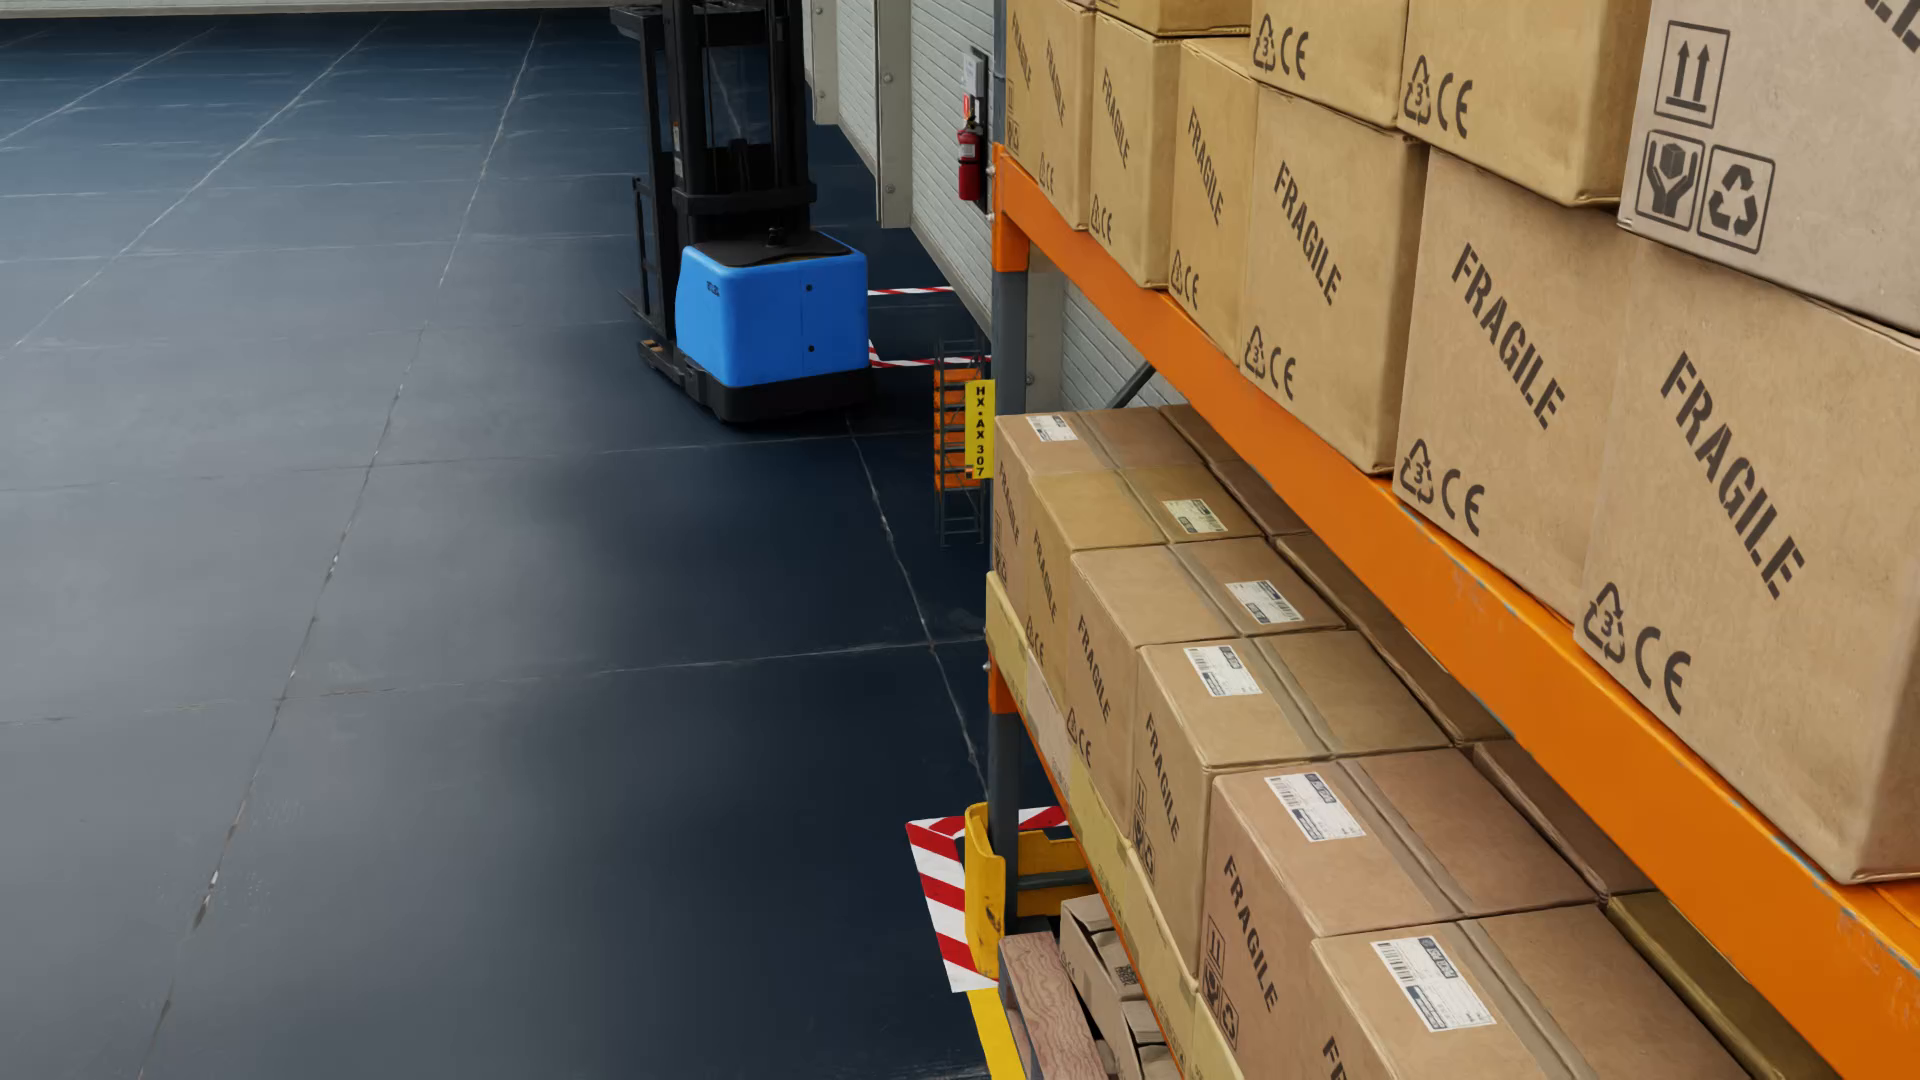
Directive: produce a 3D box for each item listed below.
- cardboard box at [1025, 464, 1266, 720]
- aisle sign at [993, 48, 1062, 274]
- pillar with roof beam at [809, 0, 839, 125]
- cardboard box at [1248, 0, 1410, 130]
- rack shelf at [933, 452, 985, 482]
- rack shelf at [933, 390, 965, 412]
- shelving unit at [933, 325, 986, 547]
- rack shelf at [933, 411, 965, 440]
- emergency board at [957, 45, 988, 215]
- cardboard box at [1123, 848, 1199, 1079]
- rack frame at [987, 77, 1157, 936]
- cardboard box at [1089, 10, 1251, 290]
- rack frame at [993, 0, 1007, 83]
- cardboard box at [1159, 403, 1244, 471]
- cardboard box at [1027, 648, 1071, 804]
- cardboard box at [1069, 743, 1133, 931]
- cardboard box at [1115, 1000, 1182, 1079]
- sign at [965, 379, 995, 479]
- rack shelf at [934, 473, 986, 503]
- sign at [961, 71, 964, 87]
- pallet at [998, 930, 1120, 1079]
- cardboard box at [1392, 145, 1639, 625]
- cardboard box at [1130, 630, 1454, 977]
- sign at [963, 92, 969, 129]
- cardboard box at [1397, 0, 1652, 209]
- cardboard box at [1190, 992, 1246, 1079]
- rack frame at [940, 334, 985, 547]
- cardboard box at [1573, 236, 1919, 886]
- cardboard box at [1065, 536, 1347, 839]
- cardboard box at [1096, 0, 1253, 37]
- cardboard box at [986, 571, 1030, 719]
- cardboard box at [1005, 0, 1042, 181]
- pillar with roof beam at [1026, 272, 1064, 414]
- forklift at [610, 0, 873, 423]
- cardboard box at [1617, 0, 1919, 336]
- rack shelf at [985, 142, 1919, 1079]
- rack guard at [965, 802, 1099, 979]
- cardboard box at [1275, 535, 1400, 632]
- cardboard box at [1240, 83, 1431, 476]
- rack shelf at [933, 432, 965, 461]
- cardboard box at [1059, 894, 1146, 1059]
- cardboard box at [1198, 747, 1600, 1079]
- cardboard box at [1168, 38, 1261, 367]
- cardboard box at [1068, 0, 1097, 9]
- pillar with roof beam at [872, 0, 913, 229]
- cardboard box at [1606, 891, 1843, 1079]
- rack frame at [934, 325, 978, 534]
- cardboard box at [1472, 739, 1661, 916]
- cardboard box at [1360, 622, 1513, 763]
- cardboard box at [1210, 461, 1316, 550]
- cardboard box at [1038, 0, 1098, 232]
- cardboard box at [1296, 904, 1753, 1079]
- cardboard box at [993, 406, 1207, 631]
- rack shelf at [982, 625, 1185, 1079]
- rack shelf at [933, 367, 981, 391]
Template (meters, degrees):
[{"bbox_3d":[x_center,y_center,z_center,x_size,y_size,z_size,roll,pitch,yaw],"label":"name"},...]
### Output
[{"bbox_3d":[0.474,0.132,4.425,0.500,0.500,0.500,-4,24,-10],"label":"cardboard box"},{"bbox_3d":[0.291,-1.186,4.970,0.394,0.787,0.004,-4,24,-10],"label":"aisle sign"},{"bbox_3d":[-5.980,-9.288,19.274,9.100,9.000,0.400,-4,24,-10],"label":"pillar with roof beam"},{"bbox_3d":[0.761,-0.900,2.415,0.500,0.500,0.500,-5,24,-12],"label":"cardboard box"},{"bbox_3d":[-0.003,-0.405,9.089,0.258,0.103,0.180,-4,24,-10],"label":"rack shelf"},{"bbox_3d":[-0.003,-0.735,8.945,0.258,0.103,0.180,-4,24,-10],"label":"rack shelf"},{"bbox_3d":[-0.003,-0.556,9.023,0.258,1.200,0.189,-4,24,-10],"label":"shelving unit"},{"bbox_3d":[-0.003,-0.625,8.993,0.258,0.103,0.180,-4,24,-10],"label":"rack shelf"},{"bbox_3d":[0.050,-3.112,12.629,0.194,1.169,0.643,-4,24,-10],"label":"emergency board"},{"bbox_3d":[0.667,0.889,3.629,0.500,0.250,0.500,-4,24,-9],"label":"cardboard box"},{"bbox_3d":[0.599,0.011,5.477,1.000,3.000,0.127,-4,24,-10],"label":"rack frame"},{"bbox_3d":[0.580,-0.851,3.552,0.500,0.500,0.500,-3,24,-7],"label":"cardboard box"},{"bbox_3d":[0.599,-2.738,4.276,1.000,3.000,0.127,-4,24,-10],"label":"rack frame"},{"bbox_3d":[0.895,-0.103,4.964,0.500,0.500,0.500,-5,24,-10],"label":"cardboard box"},{"bbox_3d":[0.487,0.489,4.544,0.500,0.250,0.500,-5,24,-11],"label":"cardboard box"},{"bbox_3d":[0.576,0.690,4.084,0.500,0.250,0.500,-5,24,-11],"label":"cardboard box"},{"bbox_3d":[0.744,1.545,4.775,0.500,0.311,0.500,-2,24,-5],"label":"cardboard box"},{"bbox_3d":[0.066,-0.345,5.211,0.100,0.325,0.005,-4,24,-10],"label":"sign"},{"bbox_3d":[-0.003,-0.295,9.137,0.258,0.103,0.180,-4,24,-10],"label":"rack shelf"},{"bbox_3d":[0.041,-3.594,13.025,0.001,0.109,0.331,-4,24,-10],"label":"sign"},{"bbox_3d":[0.729,1.641,5.229,1.003,0.211,1.213,-4,24,-10],"label":"pallet"},{"bbox_3d":[0.922,-0.225,2.120,0.500,0.500,0.500,-6,24,-14],"label":"cardboard box"},{"bbox_3d":[0.670,0.538,3.496,0.500,0.500,0.500,-4,24,-8],"label":"cardboard box"},{"bbox_3d":[0.049,-3.354,13.137,0.001,0.329,0.234,-4,24,-10],"label":"sign"},{"bbox_3d":[0.867,-0.696,1.950,0.500,0.500,0.500,-3,24,-7],"label":"cardboard box"},{"bbox_3d":[0.761,1.087,3.176,0.500,0.250,0.500,-4,24,-10],"label":"cardboard box"},{"bbox_3d":[0.014,-0.520,8.940,0.240,1.200,0.006,-4,24,-10],"label":"rack frame"},{"bbox_3d":[1.002,-0.026,1.665,0.500,0.500,0.500,-4,24,-8],"label":"cardboard box"},{"bbox_3d":[0.563,0.336,3.959,0.500,0.500,0.500,-5,24,-11],"label":"cardboard box"},{"bbox_3d":[0.581,-1.305,3.344,0.500,0.500,0.500,-4,24,-8],"label":"cardboard box"},{"bbox_3d":[0.377,0.286,5.009,0.500,0.250,0.500,-5,24,-11],"label":"cardboard box"},{"bbox_3d":[0.415,-1.268,4.509,0.500,0.500,0.500,-4,24,-8],"label":"cardboard box"},{"bbox_3d":[-3.762,-4.568,8.466,9.100,9.000,0.400,-4,24,-10],"label":"pillar with roof beam"},{"bbox_3d":[-1.722,-2.658,11.673,1.130,2.935,3.031,-12,26,-25],"label":"forklift"},{"bbox_3d":[0.980,-0.480,1.455,0.500,0.500,0.500,-6,24,-14],"label":"cardboard box"},{"bbox_3d":[0.969,-0.247,3.219,1.077,0.370,4.000,-4,24,-10],"label":"rack shelf"},{"bbox_3d":[0.613,1.187,5.909,1.175,0.500,0.348,-4,24,-10],"label":"rack guard"},{"bbox_3d":[1.078,0.299,4.044,0.500,0.500,0.500,-5,24,-11],"label":"cardboard box"},{"bbox_3d":[0.782,-0.440,2.613,0.500,0.500,0.500,-5,24,-12],"label":"cardboard box"},{"bbox_3d":[-0.003,-0.515,9.041,0.258,0.103,0.180,-4,24,-10],"label":"rack shelf"},{"bbox_3d":[0.639,1.321,5.288,0.500,0.311,0.500,-7,25,-16],"label":"cardboard box"},{"bbox_3d":[0.767,0.743,3.027,0.500,0.500,0.500,-5,24,-11],"label":"cardboard box"},{"bbox_3d":[0.699,-0.641,3.073,0.500,0.500,0.500,-3,24,-6],"label":"cardboard box"},{"bbox_3d":[0.475,-1.506,3.804,0.500,0.500,0.500,-5,24,-10],"label":"cardboard box"},{"bbox_3d":[-4.871,-6.928,13.870,9.100,9.000,0.400,-4,24,-10],"label":"pillar with roof beam"},{"bbox_3d":[1.365,0.896,2.675,0.500,0.500,0.500,-4,24,-10],"label":"cardboard box"},{"bbox_3d":[-0.020,-0.592,9.105,0.240,1.200,0.006,-4,24,-10],"label":"rack frame"},{"bbox_3d":[1.279,0.700,3.125,0.500,0.500,0.500,-4,24,-8],"label":"cardboard box"},{"bbox_3d":[1.172,0.497,3.591,0.500,0.500,0.500,-4,24,-9],"label":"cardboard box"},{"bbox_3d":[0.979,0.095,4.509,0.500,0.500,0.500,-4,24,-9],"label":"cardboard box"},{"bbox_3d":[0.480,-1.055,4.019,0.500,0.500,0.500,-3,24,-6],"label":"cardboard box"},{"bbox_3d":[0.850,0.941,2.572,0.500,0.500,0.500,-4,24,-10],"label":"cardboard box"},{"bbox_3d":[0.392,-0.063,4.872,0.500,0.500,0.500,-4,24,-10],"label":"cardboard box"},{"bbox_3d":[0.969,1.128,3.819,1.077,0.370,4.000,-4,24,-10],"label":"rack shelf"},{"bbox_3d":[-0.003,-0.845,8.897,0.258,0.103,0.180,-4,24,-10],"label":"rack shelf"}]
